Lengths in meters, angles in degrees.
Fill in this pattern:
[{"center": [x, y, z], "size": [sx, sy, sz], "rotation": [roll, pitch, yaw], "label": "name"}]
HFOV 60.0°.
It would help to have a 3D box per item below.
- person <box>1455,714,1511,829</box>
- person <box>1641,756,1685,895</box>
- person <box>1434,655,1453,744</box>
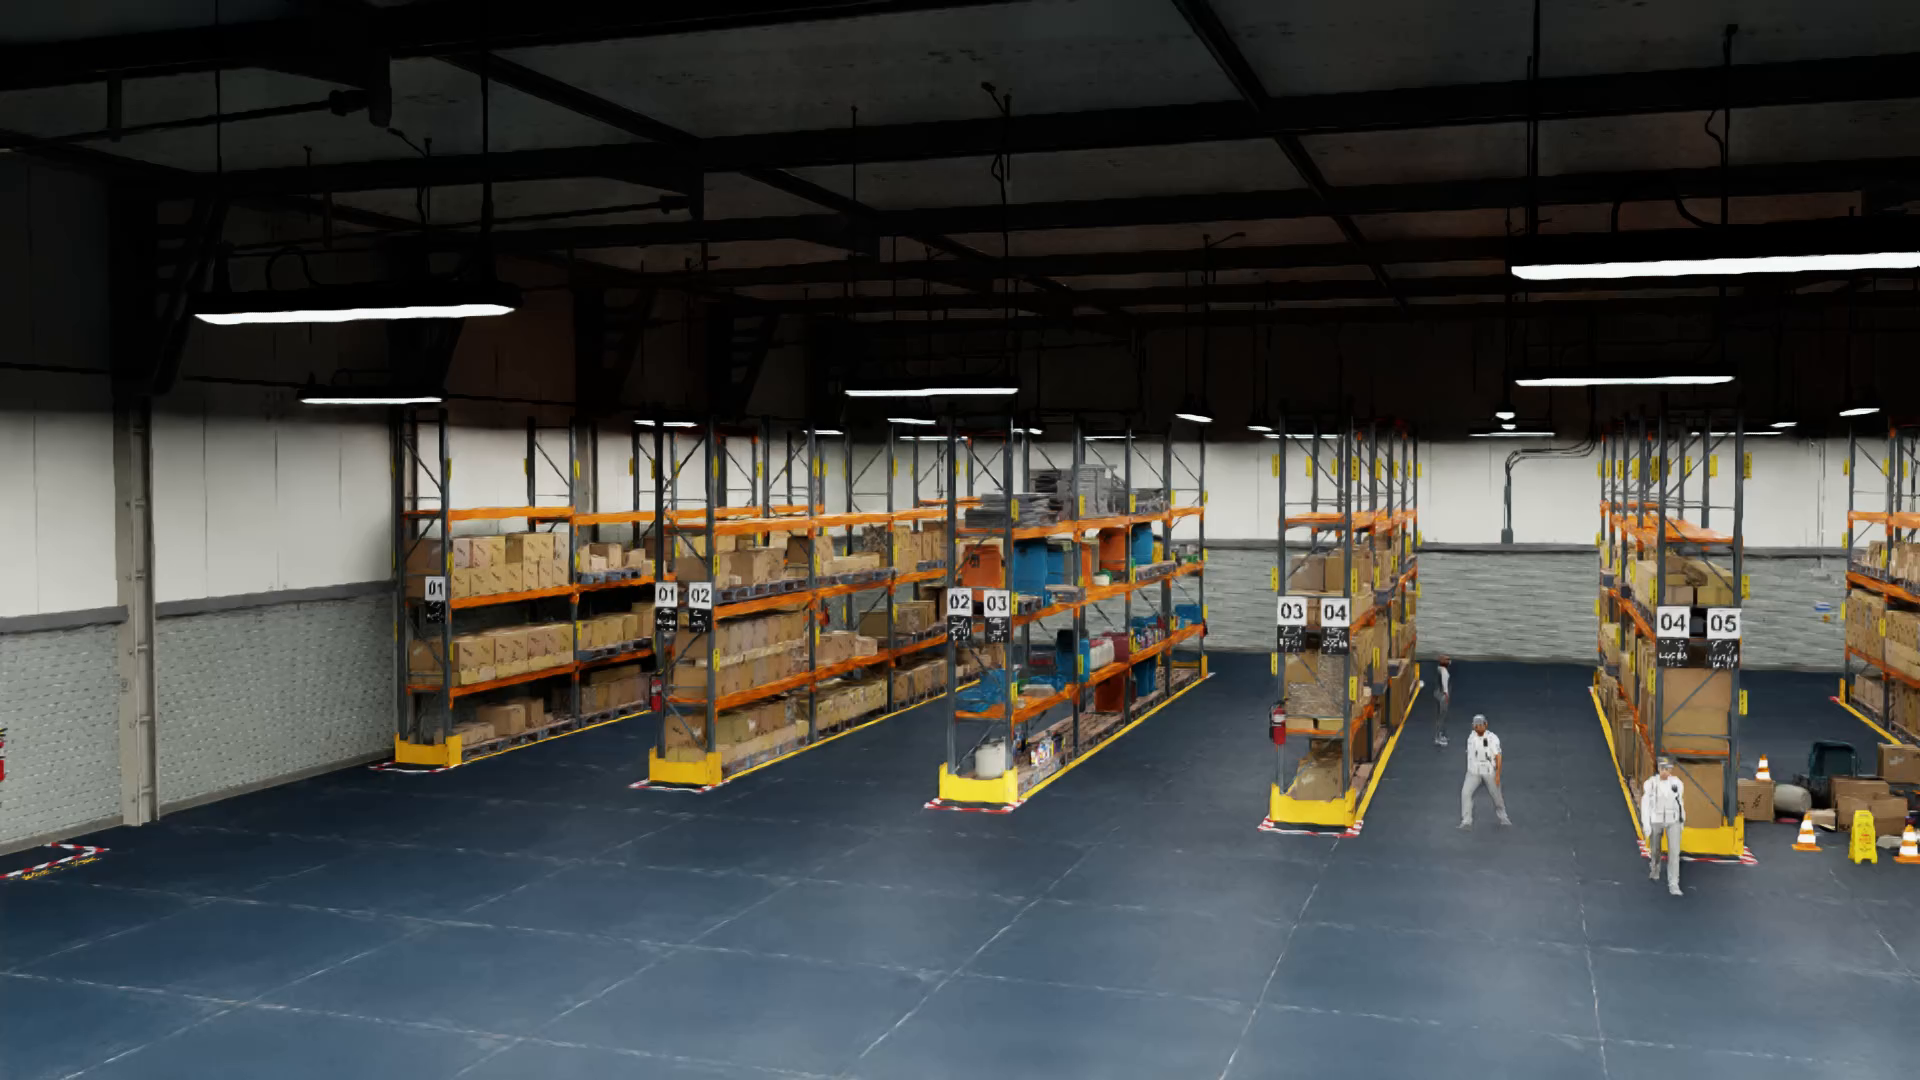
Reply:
[{"center": [7.287, 3.208, 23.098], "size": [0.522, 1.602, 0.924], "rotation": [2, 3, 40], "label": "person"}, {"center": [8.358, 3.337, 19.775], "size": [0.495, 1.589, 1.086], "rotation": [1, 3, 20], "label": "person"}, {"center": [8.795, 2.891, 30.272], "size": [0.317, 1.605, 0.490], "rotation": [0, 2, 4], "label": "person"}]
